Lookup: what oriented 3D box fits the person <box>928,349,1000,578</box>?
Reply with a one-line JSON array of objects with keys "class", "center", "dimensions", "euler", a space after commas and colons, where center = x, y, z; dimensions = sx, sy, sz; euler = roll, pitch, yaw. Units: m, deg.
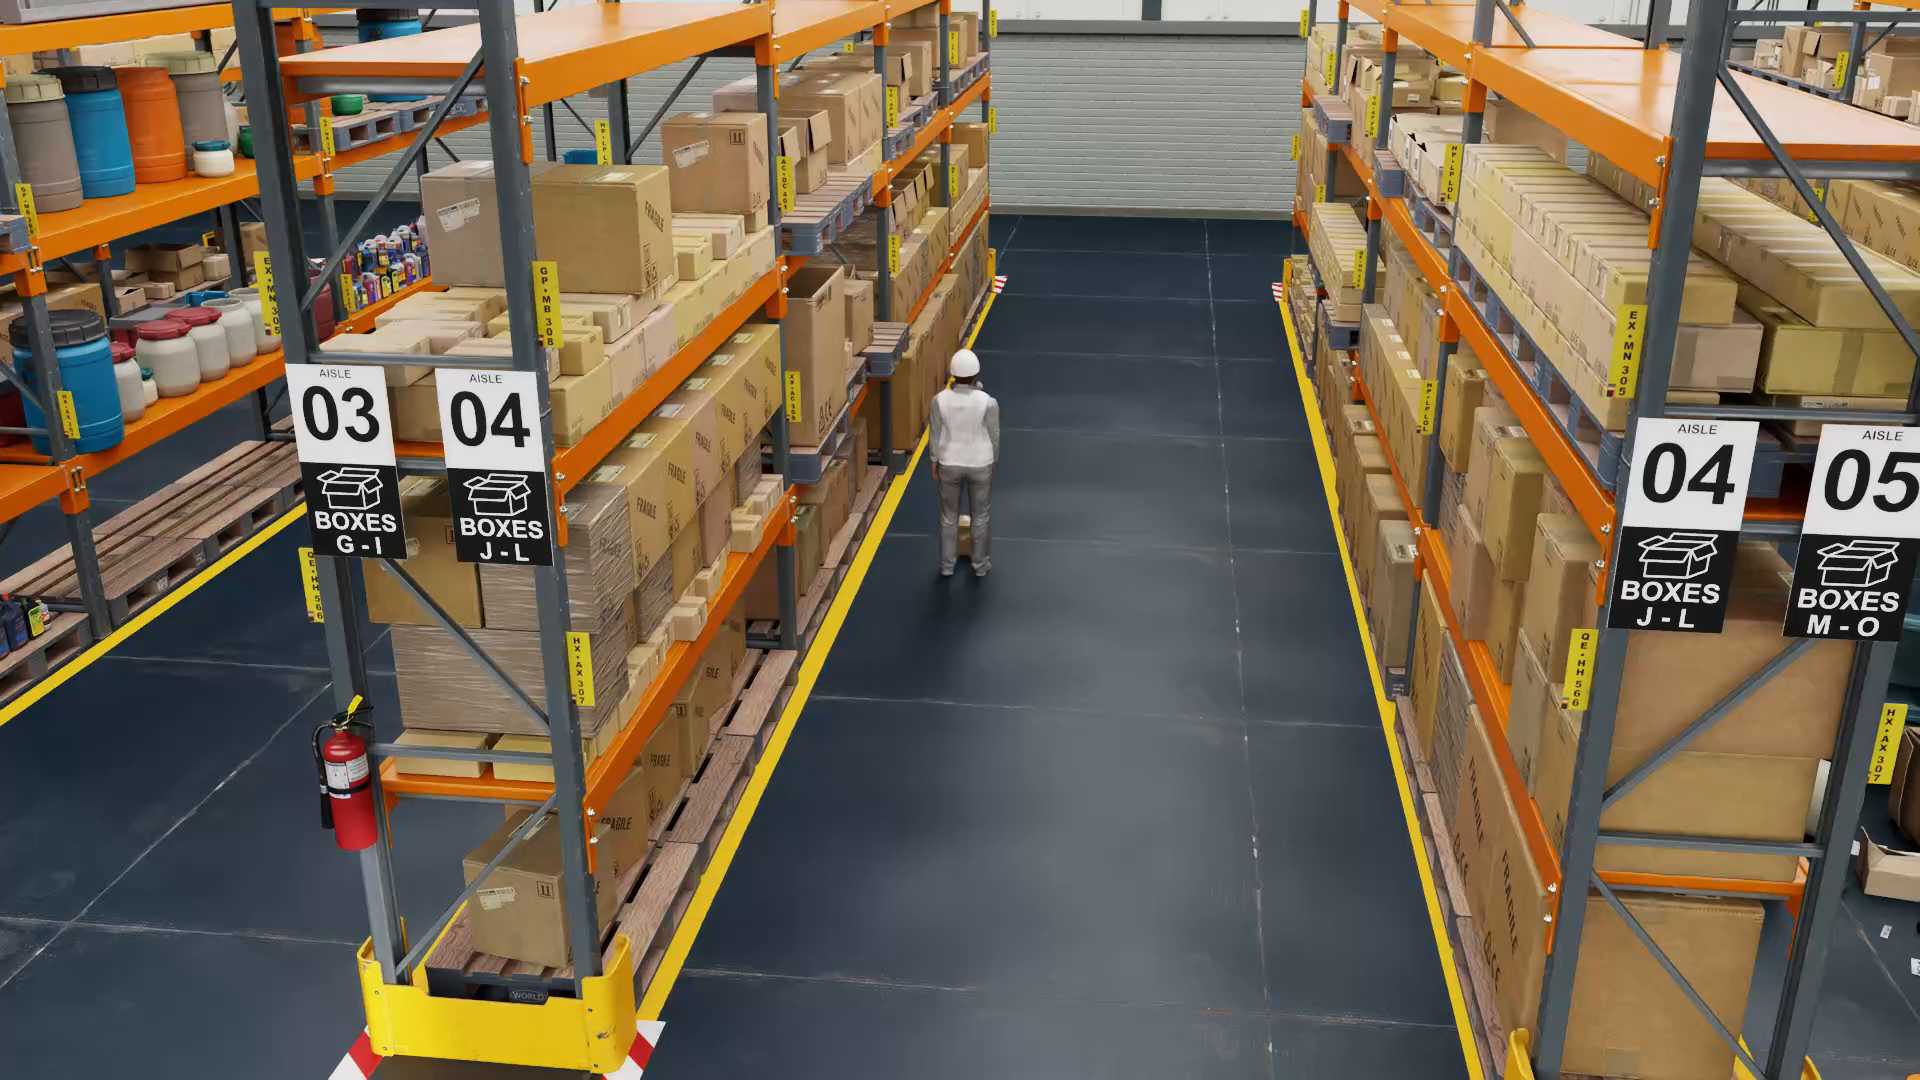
[{"class": "person", "center": [0.036, -0.571, 12.561], "dimensions": [0.540, 1.801, 0.378], "euler": [3, 21, 8]}]
